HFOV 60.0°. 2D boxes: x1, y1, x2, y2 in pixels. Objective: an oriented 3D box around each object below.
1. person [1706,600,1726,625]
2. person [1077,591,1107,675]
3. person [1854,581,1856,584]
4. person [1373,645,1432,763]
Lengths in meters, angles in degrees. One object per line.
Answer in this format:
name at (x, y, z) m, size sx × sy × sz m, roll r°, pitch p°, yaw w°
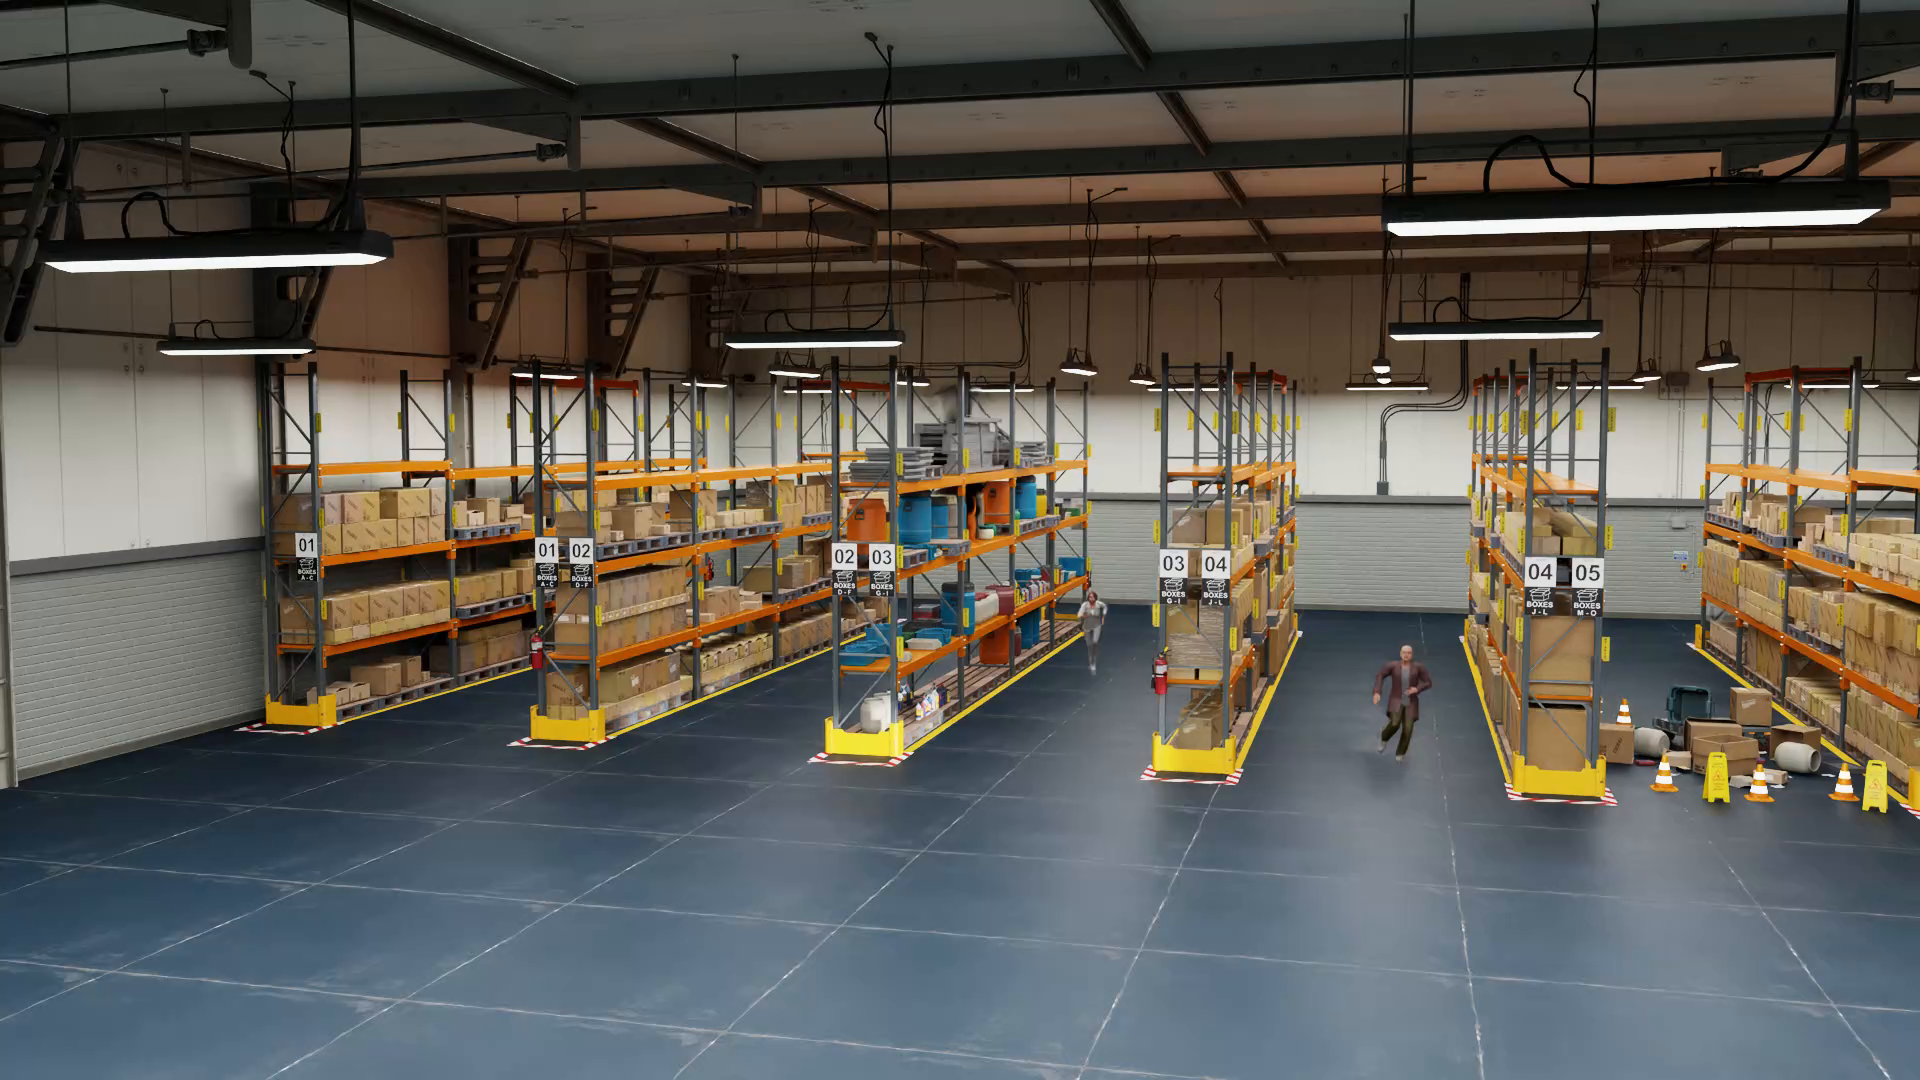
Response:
person at (17.330, 1.502, 38.154) m, size 0.653 × 1.619 × 0.586 m, roll 0°, pitch 4°, yaw 4°
person at (2.501, 1.732, 31.459) m, size 0.532 × 1.564 × 0.868 m, roll 1°, pitch 4°, yaw 10°
person at (18.329, 1.709, 34.242) m, size 0.612 × 1.830 × 0.839 m, roll 0°, pitch 4°, yaw 1°
person at (6.562, 2.424, 24.646) m, size 0.818 × 1.735 × 0.554 m, roll 0°, pitch 4°, yaw 4°
